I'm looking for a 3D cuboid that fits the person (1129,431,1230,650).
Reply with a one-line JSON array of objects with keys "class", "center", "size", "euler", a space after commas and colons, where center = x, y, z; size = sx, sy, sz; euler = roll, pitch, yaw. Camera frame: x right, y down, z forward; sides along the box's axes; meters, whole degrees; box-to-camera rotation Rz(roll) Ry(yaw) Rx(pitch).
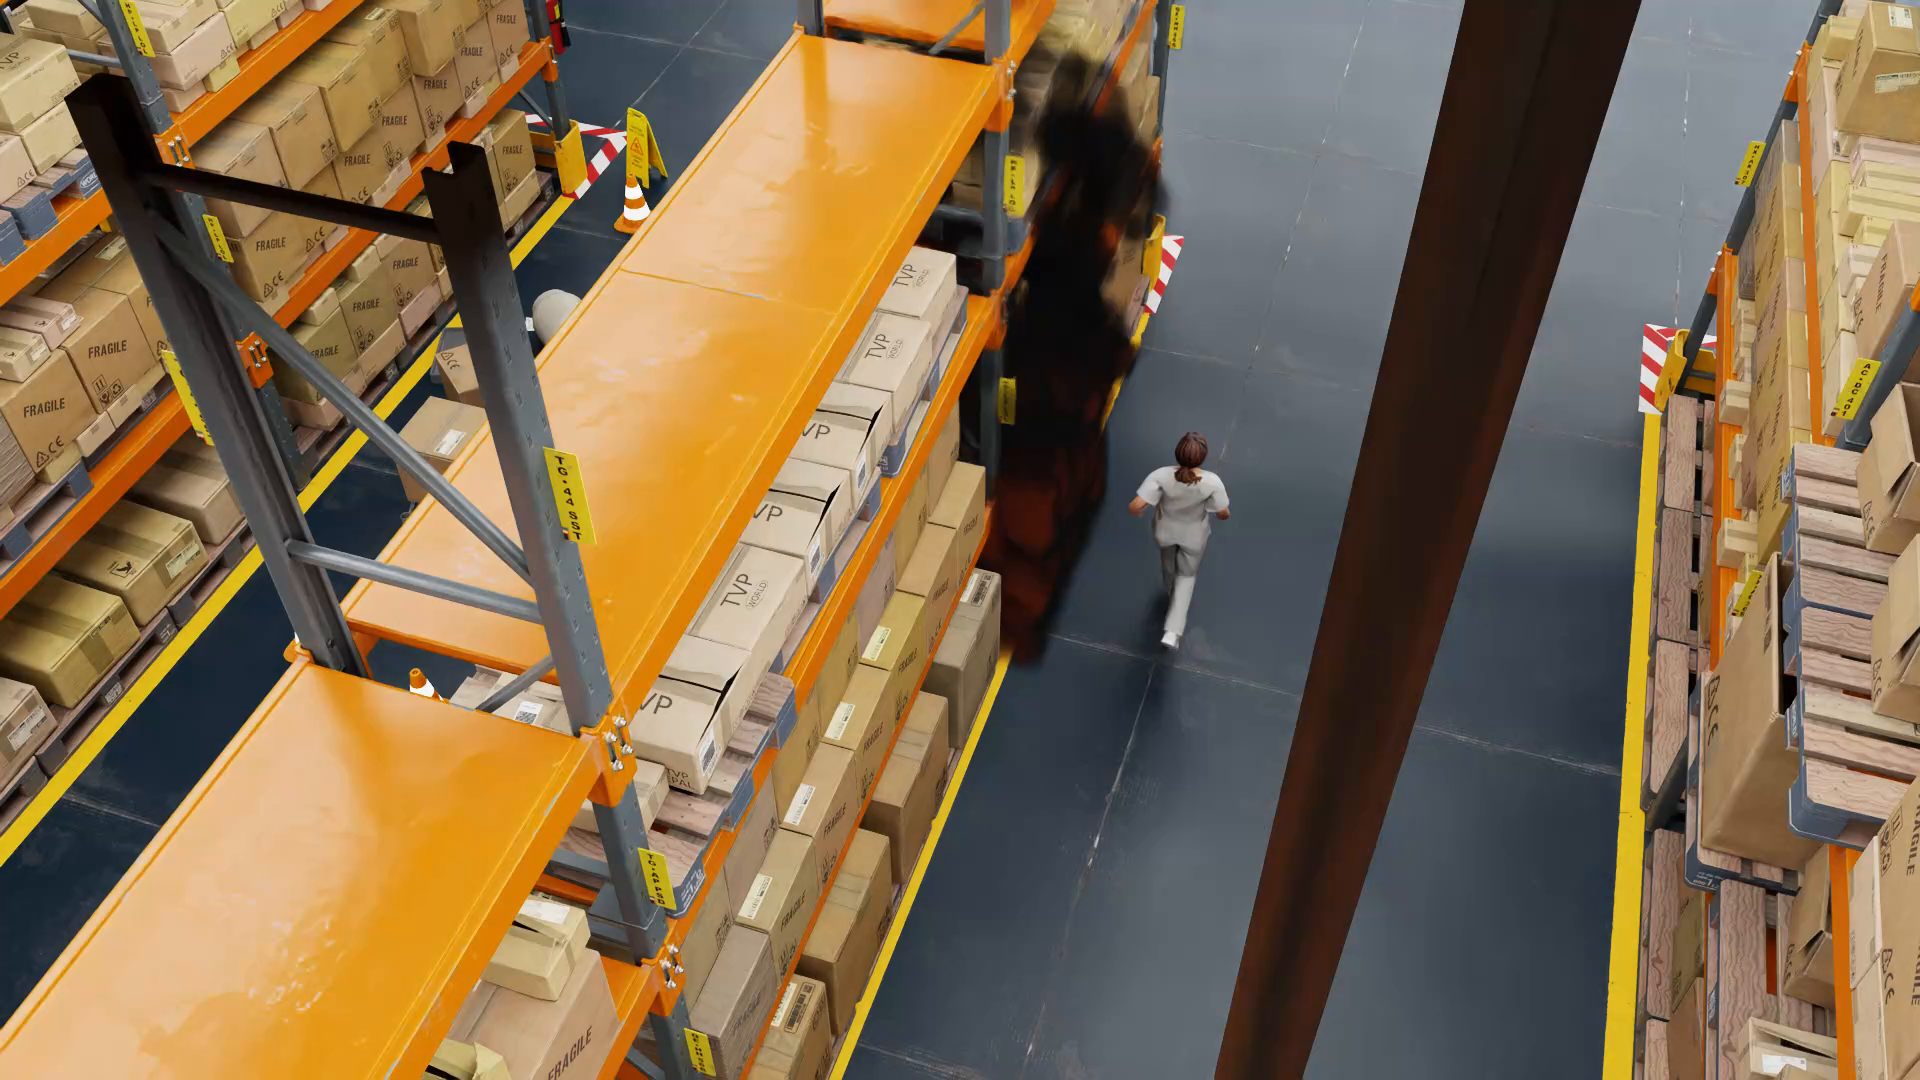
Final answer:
[{"class": "person", "center": [1.313, -0.048, 10.026], "size": [0.584, 1.633, 0.970], "euler": [11, 47, 10]}]
